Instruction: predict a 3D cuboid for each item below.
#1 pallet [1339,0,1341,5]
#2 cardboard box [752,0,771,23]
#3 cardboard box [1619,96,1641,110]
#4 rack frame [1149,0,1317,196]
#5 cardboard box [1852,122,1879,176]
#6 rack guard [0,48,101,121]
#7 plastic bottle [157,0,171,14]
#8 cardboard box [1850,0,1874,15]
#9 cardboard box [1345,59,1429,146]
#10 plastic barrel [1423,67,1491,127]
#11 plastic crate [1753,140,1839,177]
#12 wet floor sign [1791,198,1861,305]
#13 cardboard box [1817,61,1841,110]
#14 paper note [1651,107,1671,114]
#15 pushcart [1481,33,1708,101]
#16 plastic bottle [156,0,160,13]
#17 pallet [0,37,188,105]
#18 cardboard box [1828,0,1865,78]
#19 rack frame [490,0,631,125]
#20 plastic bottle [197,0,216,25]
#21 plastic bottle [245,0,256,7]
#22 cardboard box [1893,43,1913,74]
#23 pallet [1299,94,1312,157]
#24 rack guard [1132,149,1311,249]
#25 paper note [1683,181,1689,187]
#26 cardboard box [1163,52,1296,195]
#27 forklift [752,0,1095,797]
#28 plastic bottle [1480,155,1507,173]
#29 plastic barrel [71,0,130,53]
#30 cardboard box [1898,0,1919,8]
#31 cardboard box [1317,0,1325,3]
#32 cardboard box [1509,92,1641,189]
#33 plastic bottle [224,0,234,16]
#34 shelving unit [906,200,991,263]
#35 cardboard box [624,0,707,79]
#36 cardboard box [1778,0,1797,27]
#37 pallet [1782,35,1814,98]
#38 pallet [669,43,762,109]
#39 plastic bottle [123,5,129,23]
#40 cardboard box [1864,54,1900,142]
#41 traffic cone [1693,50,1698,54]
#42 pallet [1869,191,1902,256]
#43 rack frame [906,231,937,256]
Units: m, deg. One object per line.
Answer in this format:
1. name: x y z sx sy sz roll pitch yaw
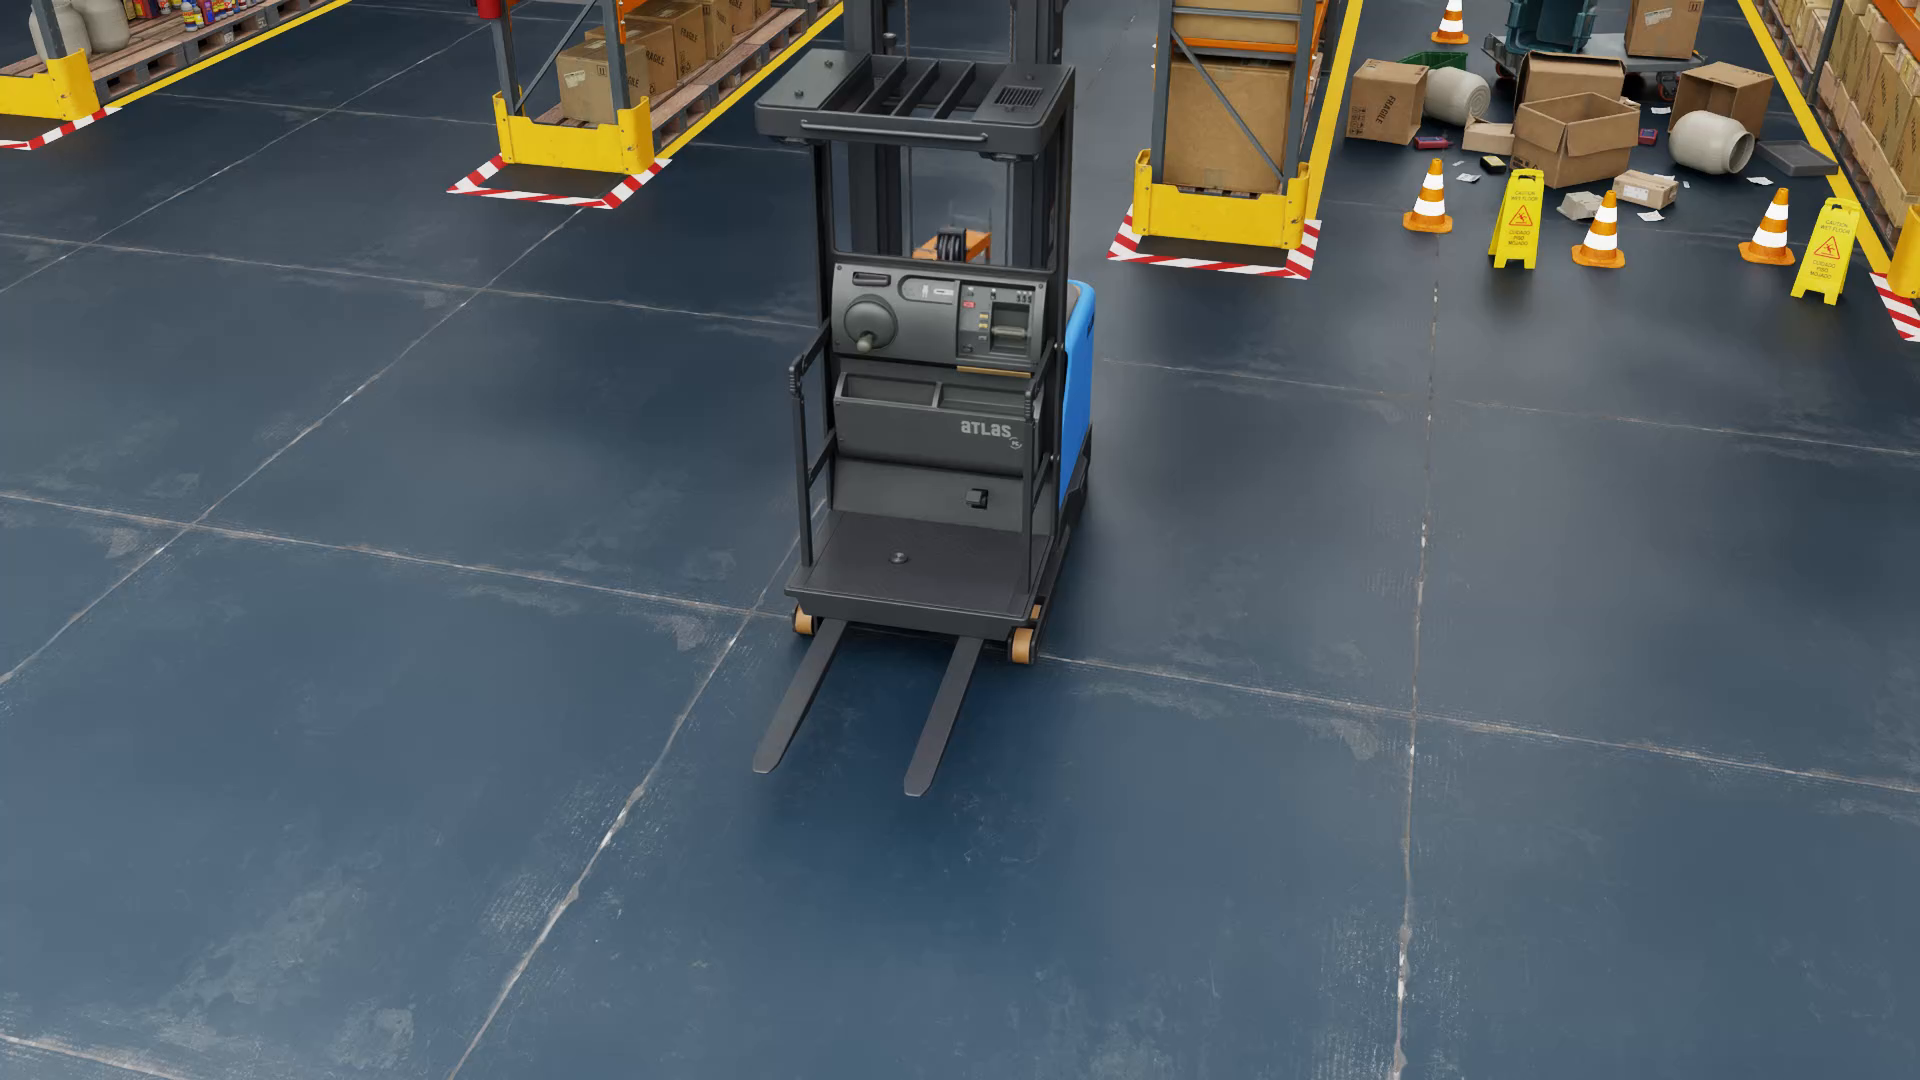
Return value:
1. pallet: 3.249 -5.372 16.504 1.003 0.211 1.213 8 33 12
2. cardboard box: -2.093 -5.151 15.495 0.500 0.500 0.500 7 33 11
3. cardboard box: 5.350 -3.597 13.661 0.258 0.266 0.396 -14 35 -21
4. rack frame: 1.804 -3.428 10.846 1.000 3.000 0.127 8 33 12
5. cardboard box: 6.829 -2.819 12.060 0.500 0.250 0.500 7 33 11
6. rack guard: -7.785 -3.821 13.794 1.175 0.500 0.348 8 33 12
7. plastic bottle: -7.466 -5.039 15.578 0.097 0.201 0.097 0 32 0
8. cardboard box: 7.132 -4.163 12.870 0.380 0.149 0.250 8 33 13
9. cardboard box: 3.418 -3.504 13.294 0.500 0.500 0.500 14 35 21
10. plastic barrel: 4.015 -3.618 13.547 0.421 0.421 0.512 -21 38 -29
11. plastic crate: 6.441 -2.947 12.810 0.402 0.080 0.583 -3 33 -4
12. wet floor sign: 5.534 -1.860 10.574 0.267 0.644 0.232 20 38 29
13. cardboard box: 7.222 -3.629 13.334 0.500 0.250 0.500 7 33 10
14. paper note: 5.848 -3.586 13.862 0.148 0.019 0.142 8 33 12
15. pushcart: 5.414 -4.060 14.284 1.648 0.377 0.936 -3 33 -4
16. plastic bottle: -7.591 -5.078 15.570 0.152 0.276 0.135 7 33 11
17. pallet: -7.574 -4.120 14.533 1.003 0.211 1.213 8 33 12
18. cardboard box: 7.222 -3.946 13.133 0.500 0.500 0.500 10 34 15
19. rack frame: -2.968 -4.155 11.990 1.000 3.000 0.127 8 33 12
20. plastic bottle: -6.922 -4.882 15.256 0.061 0.283 0.133 9 33 13
21. plastic bottle: -6.804 -5.217 15.789 0.152 0.276 0.135 9 33 13
22. cardboard box: 6.732 -3.331 11.561 0.380 0.149 0.250 9 34 14
23. pallet: 2.243 -3.307 13.256 1.003 0.211 1.213 8 33 12
24. rack guard: 1.798 -2.360 11.497 1.175 0.500 0.348 8 33 12
25. paper note: 5.424 -2.655 12.417 0.032 0.001 0.123 8 33 12
26. cardboard box: 1.912 -3.069 11.871 0.875 0.875 0.875 8 33 13
27. forklift: -0.140 -0.907 6.945 1.130 2.935 3.031 7 33 11
28. plastic bottle: 4.070 -2.886 12.732 0.133 0.061 0.283 -3 33 -4
29. plastic barrel: -7.539 -4.569 14.569 0.421 0.512 0.421 0 32 0
30. cardboard box: 6.872 -3.859 11.758 0.380 0.149 0.250 8 33 12
31. cardboard box: 2.236 -4.251 12.002 0.875 0.550 0.550 8 33 12
32. cardboard box: 4.614 -3.009 12.514 0.797 0.503 0.637 -14 35 -21
33. plastic bottle: -6.860 -5.014 15.539 0.097 0.201 0.097 0 32 0
34. shelving unit: -0.055 -1.160 8.957 0.258 1.200 0.503 15 35 22
35. cardboard box: -2.498 -4.237 14.057 0.500 0.500 0.500 11 34 17
36. cardboard box: 8.117 -4.957 15.310 0.950 0.372 0.625 9 34 14
37. pallet: 7.829 -4.109 14.517 1.003 0.211 1.213 8 33 12
38. pallet: -2.397 -4.066 14.449 1.003 0.211 1.213 8 33 12
39. plastic bottle: -7.717 -4.847 15.277 0.097 0.201 0.097 0 32 0
40. cardboard box: 6.832 -3.123 11.839 0.500 0.500 0.500 7 33 11
41. traffic cone: 6.593 -4.645 15.126 0.336 0.463 0.334 8 33 12
42. pallet: 6.877 -2.085 11.334 1.003 0.211 1.213 8 33 12
43. rack frame: -0.164 -1.043 8.773 0.240 1.200 0.015 15 35 22
